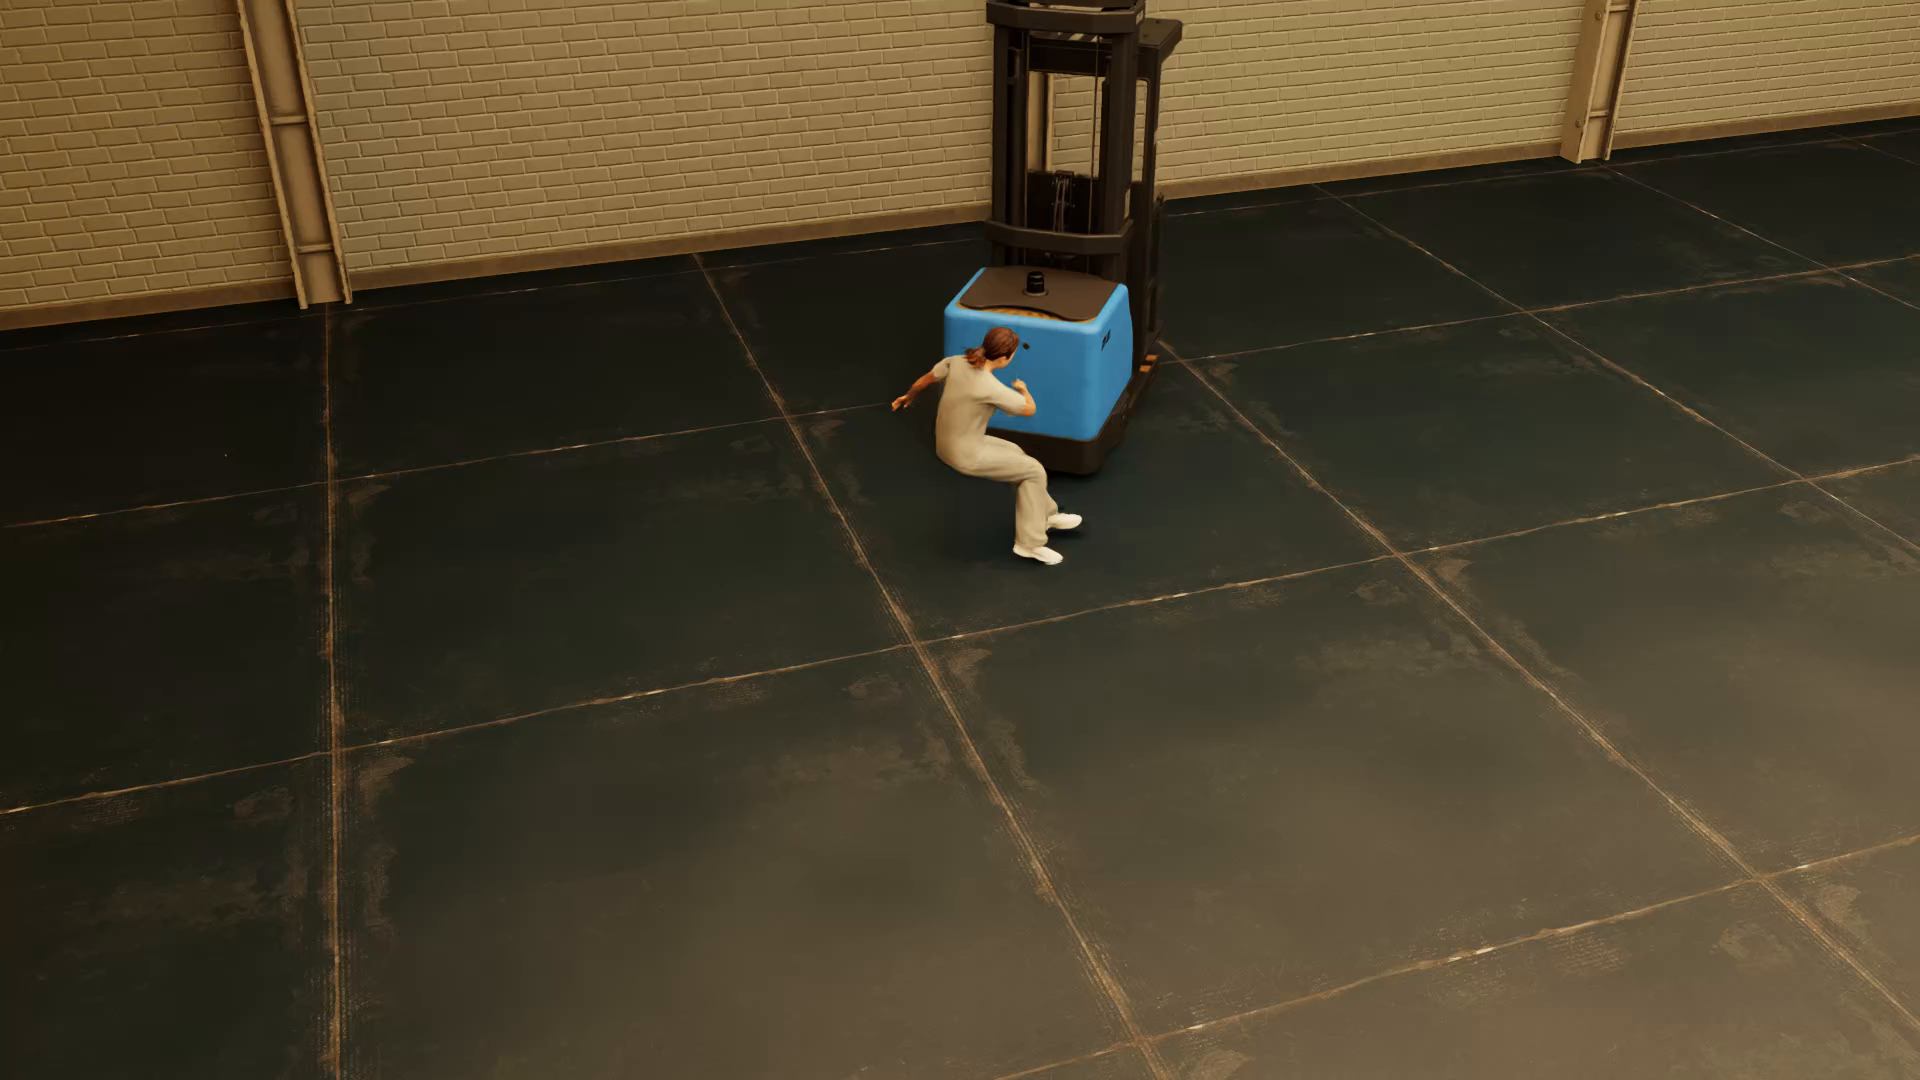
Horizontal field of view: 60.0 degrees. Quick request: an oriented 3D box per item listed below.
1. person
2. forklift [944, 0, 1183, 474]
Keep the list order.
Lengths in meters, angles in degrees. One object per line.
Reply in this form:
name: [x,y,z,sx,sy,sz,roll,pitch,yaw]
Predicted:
person: [0.215,-0.643,9.754,0.903,1.420,0.971,-16,34,-26]
forklift: [0.824,-2.411,11.277,1.130,2.935,3.031,9,31,16]
